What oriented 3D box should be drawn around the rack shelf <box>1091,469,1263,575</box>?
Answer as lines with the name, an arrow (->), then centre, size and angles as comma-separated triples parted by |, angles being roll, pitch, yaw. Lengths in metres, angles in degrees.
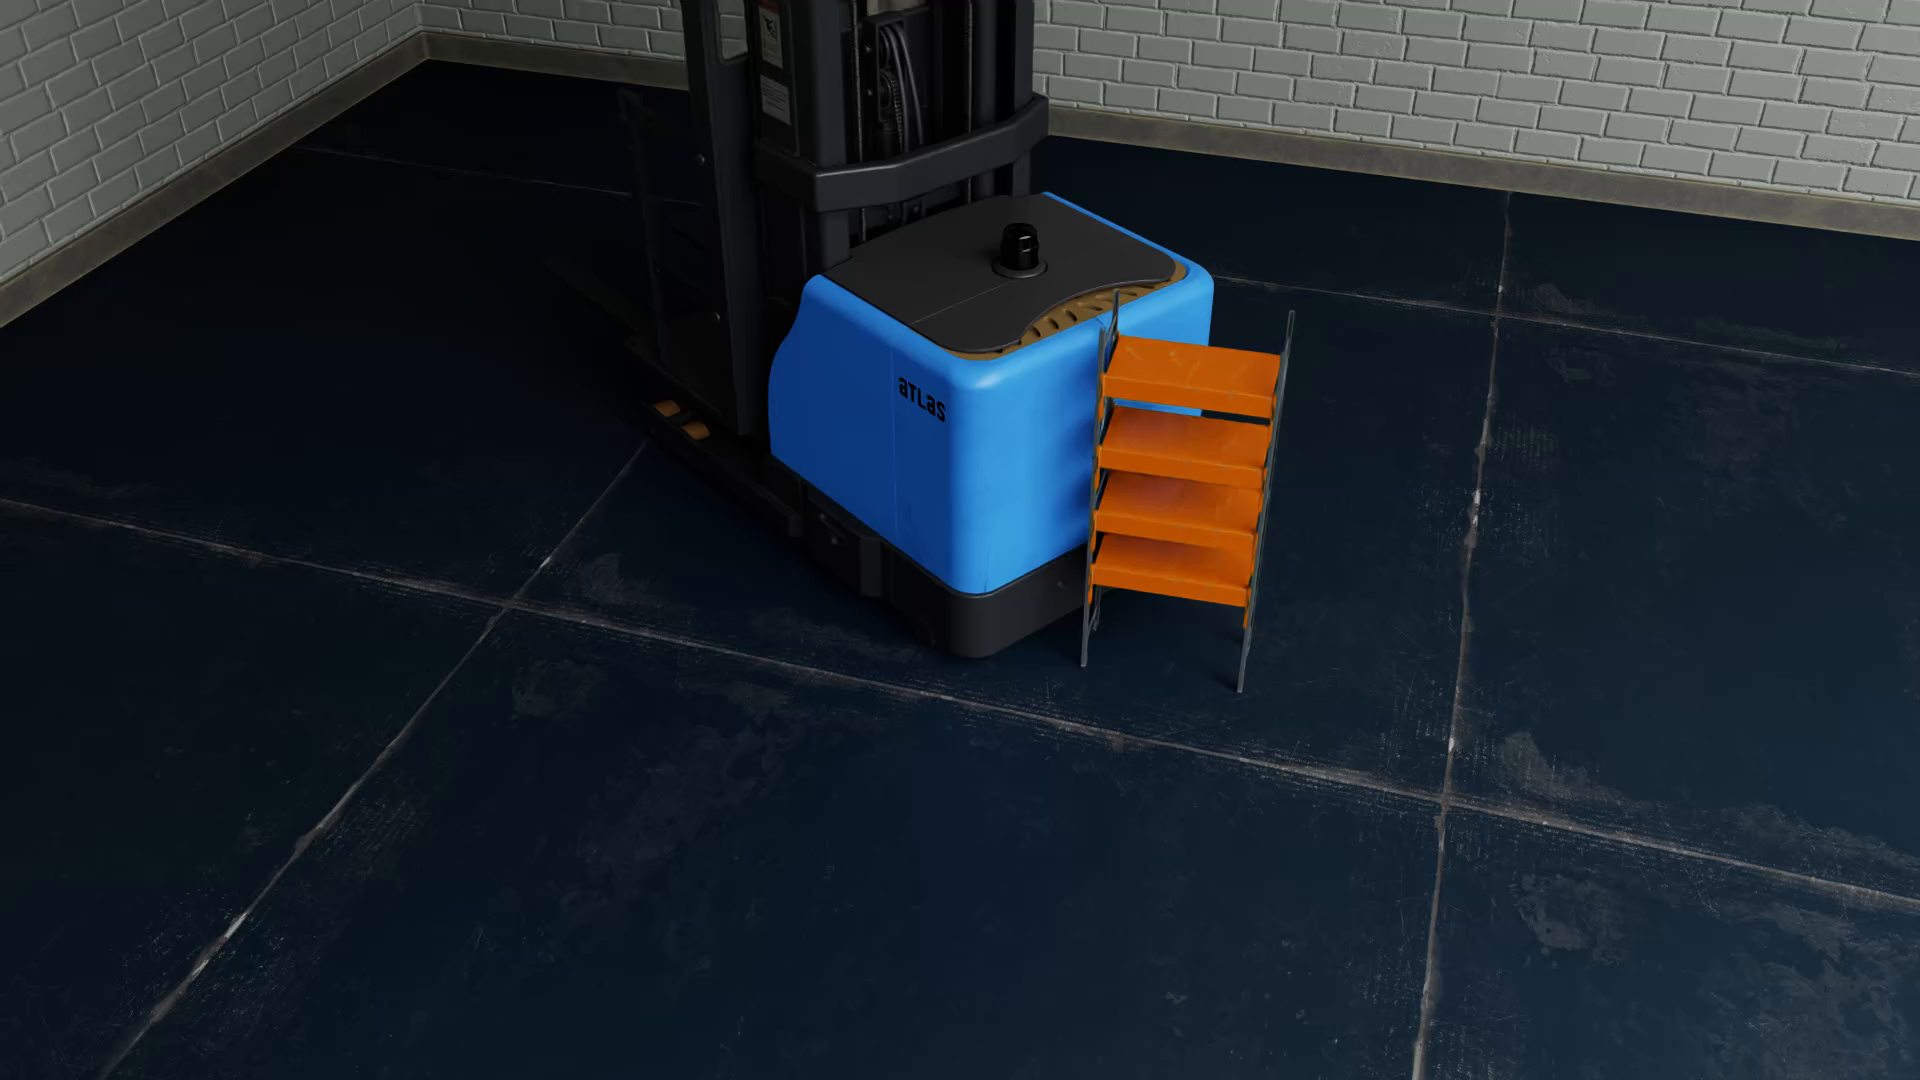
rack shelf -> 0.651, -0.063, 4.936 | 0.480, 0.148, 0.258 | 9, 37, 12

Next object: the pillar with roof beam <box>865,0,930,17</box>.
pillar with roof beam -> -1.517, -3.339, 2.695 | 0.400, 9.000, 9.100 | 10, 38, 14

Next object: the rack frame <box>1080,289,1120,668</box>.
rack frame -> 0.414, -0.153, 4.945 | 0.015, 1.200, 0.240 | 9, 37, 12

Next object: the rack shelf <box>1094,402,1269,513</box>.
rack shelf -> 0.651, -0.243, 4.804 | 0.480, 0.148, 0.258 | 9, 37, 12

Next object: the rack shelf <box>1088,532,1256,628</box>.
rack shelf -> 0.651, 0.097, 5.054 | 0.480, 0.148, 0.258 | 9, 37, 12

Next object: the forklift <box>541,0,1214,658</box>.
forklift -> -0.535, -1.621, 5.479 | 1.130, 2.935, 3.031 | -26, 44, -31

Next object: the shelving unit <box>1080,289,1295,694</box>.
shelving unit -> 0.651, -0.117, 4.897 | 0.503, 1.200, 0.258 | 9, 37, 12

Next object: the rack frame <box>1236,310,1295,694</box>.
rack frame -> 0.887, -0.081, 4.848 | 0.015, 1.200, 0.240 | 9, 37, 12

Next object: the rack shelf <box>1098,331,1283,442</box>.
rack shelf -> 0.651, -0.433, 4.664 | 0.480, 0.148, 0.258 | 9, 37, 12
